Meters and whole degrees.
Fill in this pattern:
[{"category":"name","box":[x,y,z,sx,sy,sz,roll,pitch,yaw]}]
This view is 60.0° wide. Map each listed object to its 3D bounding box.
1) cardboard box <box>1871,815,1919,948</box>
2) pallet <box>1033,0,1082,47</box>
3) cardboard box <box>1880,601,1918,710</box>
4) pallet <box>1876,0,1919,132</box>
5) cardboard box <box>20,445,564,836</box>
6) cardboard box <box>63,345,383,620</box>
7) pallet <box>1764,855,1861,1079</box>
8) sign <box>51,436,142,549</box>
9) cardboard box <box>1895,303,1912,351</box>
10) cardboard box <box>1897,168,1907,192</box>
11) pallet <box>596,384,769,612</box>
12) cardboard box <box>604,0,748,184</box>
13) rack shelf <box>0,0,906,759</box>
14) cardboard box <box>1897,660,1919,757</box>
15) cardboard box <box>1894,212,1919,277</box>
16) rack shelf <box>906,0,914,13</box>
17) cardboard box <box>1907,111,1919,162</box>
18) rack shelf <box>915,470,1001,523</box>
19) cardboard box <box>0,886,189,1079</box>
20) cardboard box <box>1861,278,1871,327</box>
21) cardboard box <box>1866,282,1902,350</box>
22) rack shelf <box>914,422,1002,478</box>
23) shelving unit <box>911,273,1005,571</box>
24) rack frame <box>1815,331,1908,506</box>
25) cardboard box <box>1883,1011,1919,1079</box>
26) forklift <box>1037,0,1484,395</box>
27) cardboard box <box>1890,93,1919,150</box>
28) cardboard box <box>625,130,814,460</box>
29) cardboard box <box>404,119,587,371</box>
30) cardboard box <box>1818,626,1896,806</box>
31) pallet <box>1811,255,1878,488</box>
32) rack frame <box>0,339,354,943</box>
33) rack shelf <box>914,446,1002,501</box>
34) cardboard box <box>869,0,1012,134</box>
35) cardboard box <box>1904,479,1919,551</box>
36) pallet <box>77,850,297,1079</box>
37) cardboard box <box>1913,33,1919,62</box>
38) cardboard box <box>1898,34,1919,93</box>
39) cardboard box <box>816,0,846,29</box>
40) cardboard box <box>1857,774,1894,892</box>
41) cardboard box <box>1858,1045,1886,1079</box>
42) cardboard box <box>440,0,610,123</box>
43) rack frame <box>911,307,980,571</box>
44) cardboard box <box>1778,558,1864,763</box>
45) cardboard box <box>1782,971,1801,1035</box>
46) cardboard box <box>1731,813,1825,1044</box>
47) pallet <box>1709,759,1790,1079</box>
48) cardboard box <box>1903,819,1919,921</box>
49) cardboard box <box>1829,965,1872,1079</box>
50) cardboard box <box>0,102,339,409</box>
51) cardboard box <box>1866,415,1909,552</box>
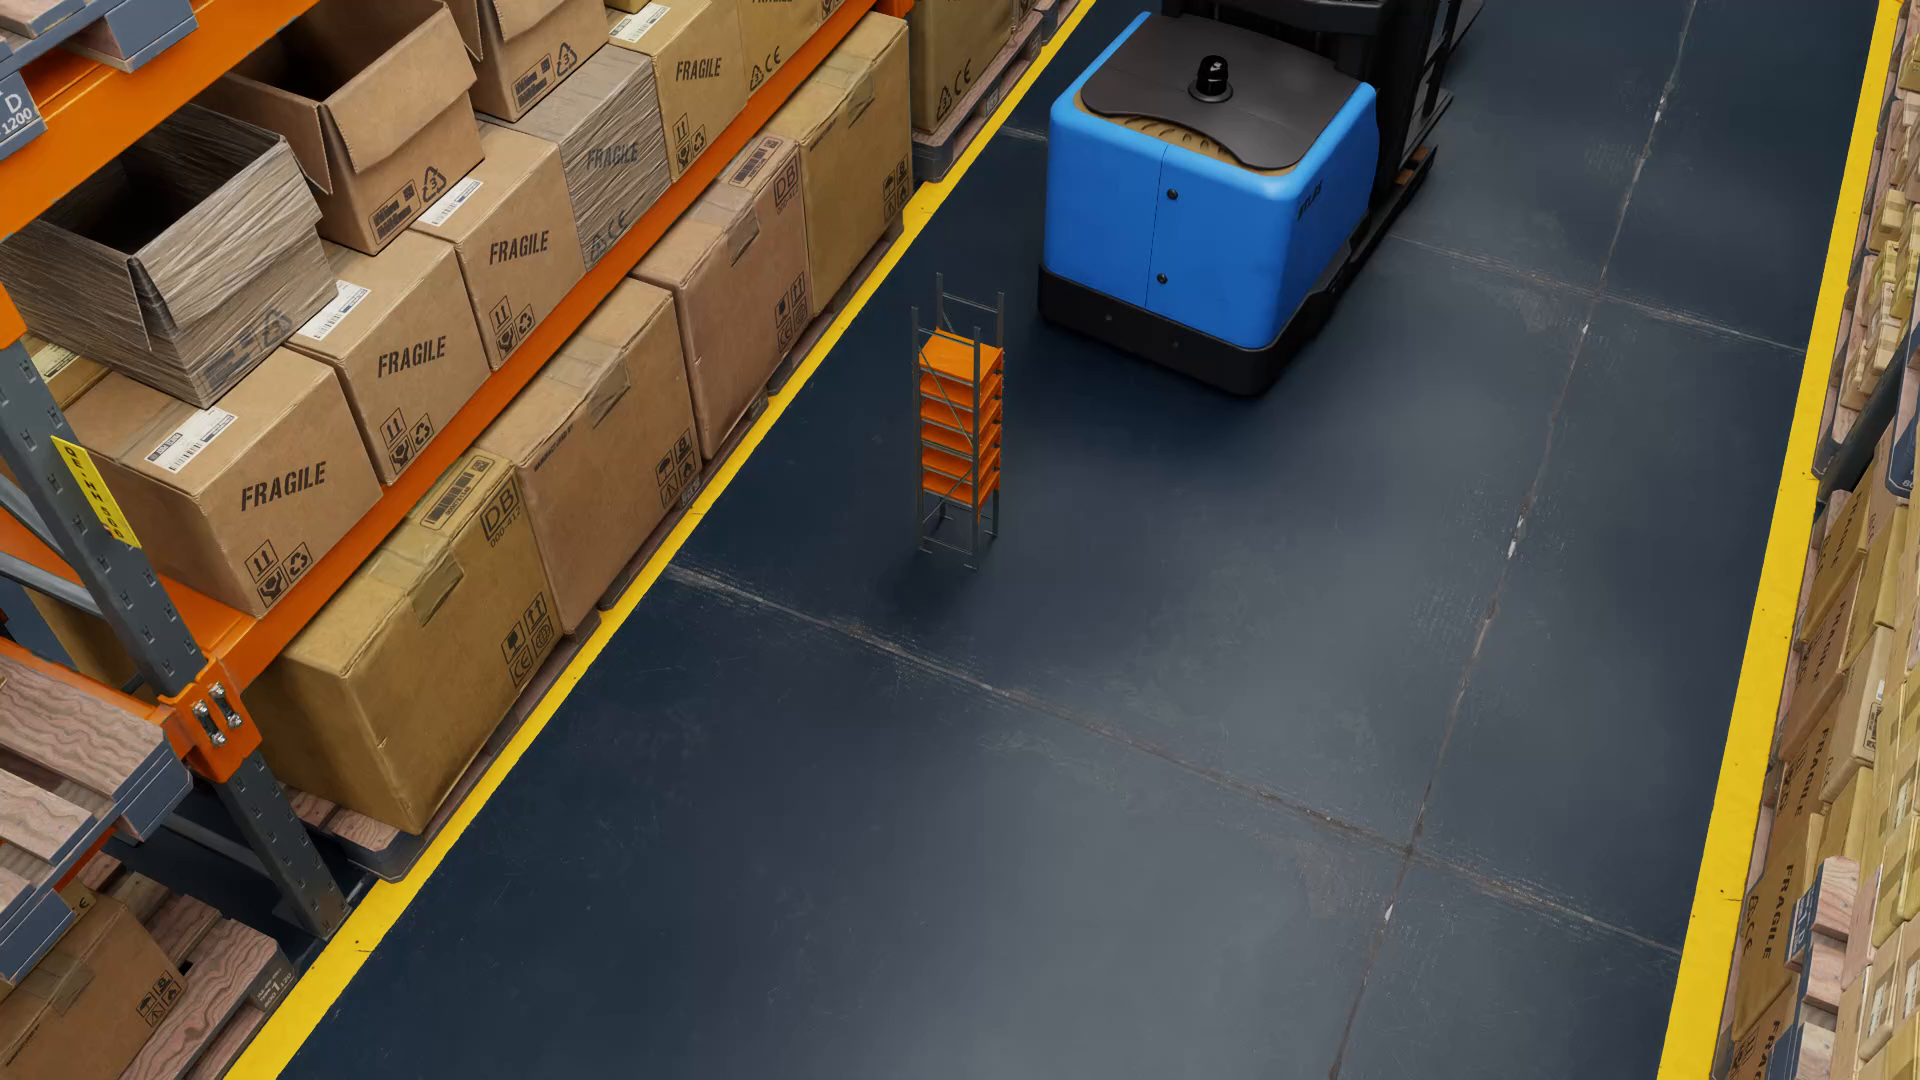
[{"category":"cardboard box","box":[2.068,0.755,3.332,0.380,0.149,0.250,21,53,17]},{"category":"pallet","box":[0.229,-3.115,8.762,1.003,0.211,1.213,20,52,16]},{"category":"cardboard box","box":[2.394,0.335,3.884,0.380,0.149,0.250,21,53,17]},{"category":"pallet","box":[5.053,-2.244,8.021,1.003,0.211,1.213,20,52,16]},{"category":"cardboard box","box":[-2.081,0.161,5.263,1.225,0.875,0.875,18,52,14]},{"category":"cardboard box","box":[-1.941,-0.201,4.386,0.500,0.500,0.500,21,53,17]},{"category":"pallet","box":[2.255,1.297,3.302,1.213,0.211,1.003,20,52,16]},{"category":"sign","box":[-1.900,-0.102,3.659,0.100,0.325,0.005,20,52,16]},{"category":"cardboard box","box":[3.672,-0.728,6.106,0.380,0.149,0.250,21,53,17]},{"category":"cardboard box","box":[4.229,-1.457,7.117,0.380,0.149,0.250,21,53,17]},{"category":"pallet","box":[-1.468,-0.374,6.430,1.003,0.211,1.213,20,52,16]},{"category":"cardboard box","box":[-1.074,-1.598,5.575,0.500,0.500,0.500,19,52,16]},{"category":"rack shelf","box":[-1.541,-1.067,5.661,1.077,0.370,4.000,20,52,16]},{"category":"cardboard box","box":[2.284,0.412,3.624,0.380,0.149,0.250,19,52,16]},{"category":"cardboard box","box":[3.845,-1.091,6.414,0.380,0.149,0.250,19,52,16]},{"category":"rack shelf","box":[0.168,-3.821,8.004,1.077,0.370,4.000,20,52,16]},{"category":"cardboard box","box":[4.163,-1.650,6.890,0.380,0.149,0.250,18,52,15]},{"category":"rack shelf","box":[-0.006,-0.195,6.001,0.258,0.103,0.180,20,52,16]},{"category":"cardboard box","box":[-2.663,1.213,4.601,0.700,0.500,0.500,17,52,14]},{"category":"cardboard box","box":[3.856,-0.942,6.678,0.380,0.149,0.250,18,52,15]},{"category":"cardboard box","box":[3.707,-0.813,6.373,0.380,0.149,0.250,18,52,14]},{"category":"rack shelf","box":[-0.006,-0.350,5.818,0.258,0.103,0.180,20,52,16]},{"category":"shelving unit","box":[-0.006,-0.379,5.785,0.258,1.200,0.189,20,52,16]},{"category":"rack frame","box":[3.755,-0.994,5.126,1.000,3.000,0.127,20,52,16]},{"category":"cardboard box","box":[1.841,1.027,2.906,0.380,0.149,0.250,18,52,15]},{"category":"forklift","box":[1.522,-2.643,6.574,1.130,2.935,3.031,25,54,20]},{"category":"cardboard box","box":[4.397,-1.833,7.437,0.380,0.149,0.250,17,52,14]},{"category":"cardboard box","box":[-1.322,-1.062,6.303,1.225,0.875,0.875,18,52,15]},{"category":"cardboard box","box":[-1.507,-0.911,4.990,0.500,0.500,0.500,19,52,15]},{"category":"cardboard box","box":[2.754,0.577,4.662,0.500,0.250,0.500,22,53,17]},{"category":"pallet","box":[4.010,-0.564,6.591,1.003,0.211,1.213,20,52,16]},{"category":"rack frame","box":[-2.395,0.077,4.215,1.000,3.000,0.127,20,52,16]},{"category":"rack shelf","box":[-0.006,-0.272,5.910,0.258,0.103,0.180,20,52,16]},{"category":"cardboard box","box":[-0.332,-2.553,7.572,0.875,0.875,0.875,20,52,16]},{"category":"cardboard box","box":[2.618,-0.026,4.192,0.380,0.149,0.250,19,52,15]},{"category":"pallet","box":[-2.730,1.519,4.819,1.003,0.211,1.213,20,52,16]},{"category":"cardboard box","box":[4.608,-2.271,7.613,0.380,0.149,0.250,21,53,17]},{"category":"cardboard box","box":[4.605,-2.183,7.734,0.380,0.149,0.250,20,53,17]},{"category":"cardboard box","box":[-0.639,-2.299,6.171,0.500,0.500,0.500,20,52,16]},{"category":"cardboard box","box":[2.169,0.699,3.575,0.380,0.149,0.250,19,52,16]},{"category":"cardboard box","box":[1.846,1.121,3.020,0.380,0.149,0.250,21,53,17]},{"category":"cardboard box","box":[-1.507,-1.690,4.994,0.797,0.503,0.637,21,53,17]},{"category":"rack frame","box":[-0.045,-0.316,5.731,0.240,1.200,0.006,20,52,16]},{"category":"cardboard box","box":[2.975,0.468,5.248,0.500,0.500,0.500,22,53,18]},{"category":"cardboard box","box":[2.307,1.284,4.061,0.500,0.250,0.500,20,53,17]},{"category":"cardboard box","box":[2.528,1.171,4.650,0.500,0.500,0.500,18,52,14]},{"category":"pallet","box":[2.904,1.290,5.014,1.003,0.211,1.213,20,52,16]},{"category":"cardboard box","box":[2.062,0.674,3.206,0.380,0.149,0.250,21,53,17]},{"category":"cardboard box","box":[1.949,1.046,3.279,0.380,0.149,0.250,20,52,16]},{"category":"cardboard box","box":[-2.068,-0.778,4.219,0.797,0.503,0.637,21,53,17]},{"category":"cardboard box","box":[3.201,-0.140,5.273,0.500,0.250,0.500,18,52,15]}]
